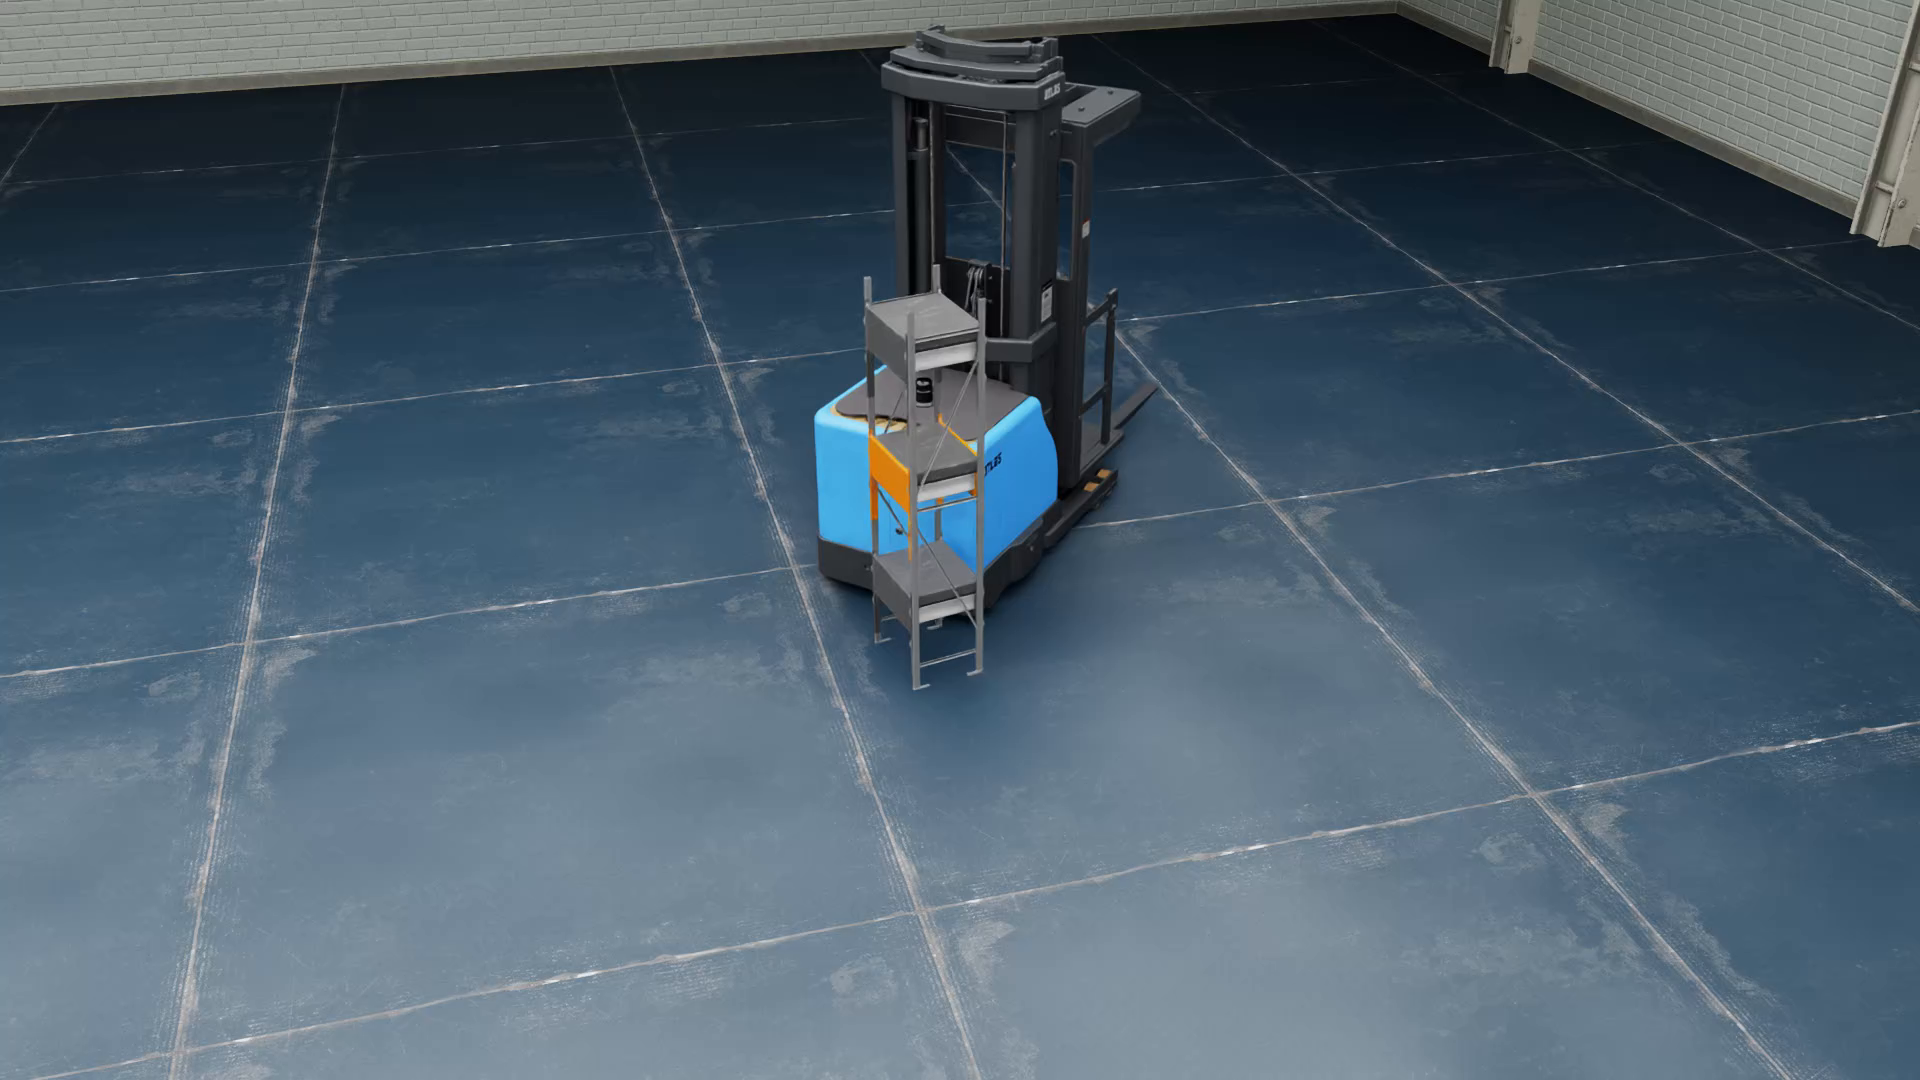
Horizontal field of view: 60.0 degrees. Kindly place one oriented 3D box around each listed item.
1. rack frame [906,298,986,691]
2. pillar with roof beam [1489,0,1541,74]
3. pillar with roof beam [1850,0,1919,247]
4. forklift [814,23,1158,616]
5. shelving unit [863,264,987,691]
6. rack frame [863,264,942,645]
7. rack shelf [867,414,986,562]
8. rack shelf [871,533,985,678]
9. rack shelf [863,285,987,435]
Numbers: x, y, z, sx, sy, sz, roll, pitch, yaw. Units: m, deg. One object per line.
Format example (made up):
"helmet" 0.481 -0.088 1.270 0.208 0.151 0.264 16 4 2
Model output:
"rack frame" -0.062 -0.171 8.181 0.400 2.100 0.015 -14 33 -23
"pillar with roof beam" 2.303 -8.862 16.310 9.100 9.000 0.400 -8 31 -13
"pillar with roof beam" 3.896 -5.965 11.303 9.100 9.000 0.400 -8 31 -13
"forklift" 0.339 -1.561 9.752 1.130 2.935 3.031 15 33 25
"shelving unit" -0.171 -0.280 8.370 0.431 2.100 0.503 -14 33 -23
"rack frame" -0.280 -0.390 8.559 0.400 2.100 0.015 -14 33 -23
"rack shelf" -0.171 -0.269 8.376 0.431 0.518 0.480 -14 33 -23
"rack shelf" -0.171 0.337 8.727 0.431 0.518 0.480 -14 33 -23
"rack shelf" -0.171 -0.874 8.026 0.431 0.518 0.480 -14 33 -23
